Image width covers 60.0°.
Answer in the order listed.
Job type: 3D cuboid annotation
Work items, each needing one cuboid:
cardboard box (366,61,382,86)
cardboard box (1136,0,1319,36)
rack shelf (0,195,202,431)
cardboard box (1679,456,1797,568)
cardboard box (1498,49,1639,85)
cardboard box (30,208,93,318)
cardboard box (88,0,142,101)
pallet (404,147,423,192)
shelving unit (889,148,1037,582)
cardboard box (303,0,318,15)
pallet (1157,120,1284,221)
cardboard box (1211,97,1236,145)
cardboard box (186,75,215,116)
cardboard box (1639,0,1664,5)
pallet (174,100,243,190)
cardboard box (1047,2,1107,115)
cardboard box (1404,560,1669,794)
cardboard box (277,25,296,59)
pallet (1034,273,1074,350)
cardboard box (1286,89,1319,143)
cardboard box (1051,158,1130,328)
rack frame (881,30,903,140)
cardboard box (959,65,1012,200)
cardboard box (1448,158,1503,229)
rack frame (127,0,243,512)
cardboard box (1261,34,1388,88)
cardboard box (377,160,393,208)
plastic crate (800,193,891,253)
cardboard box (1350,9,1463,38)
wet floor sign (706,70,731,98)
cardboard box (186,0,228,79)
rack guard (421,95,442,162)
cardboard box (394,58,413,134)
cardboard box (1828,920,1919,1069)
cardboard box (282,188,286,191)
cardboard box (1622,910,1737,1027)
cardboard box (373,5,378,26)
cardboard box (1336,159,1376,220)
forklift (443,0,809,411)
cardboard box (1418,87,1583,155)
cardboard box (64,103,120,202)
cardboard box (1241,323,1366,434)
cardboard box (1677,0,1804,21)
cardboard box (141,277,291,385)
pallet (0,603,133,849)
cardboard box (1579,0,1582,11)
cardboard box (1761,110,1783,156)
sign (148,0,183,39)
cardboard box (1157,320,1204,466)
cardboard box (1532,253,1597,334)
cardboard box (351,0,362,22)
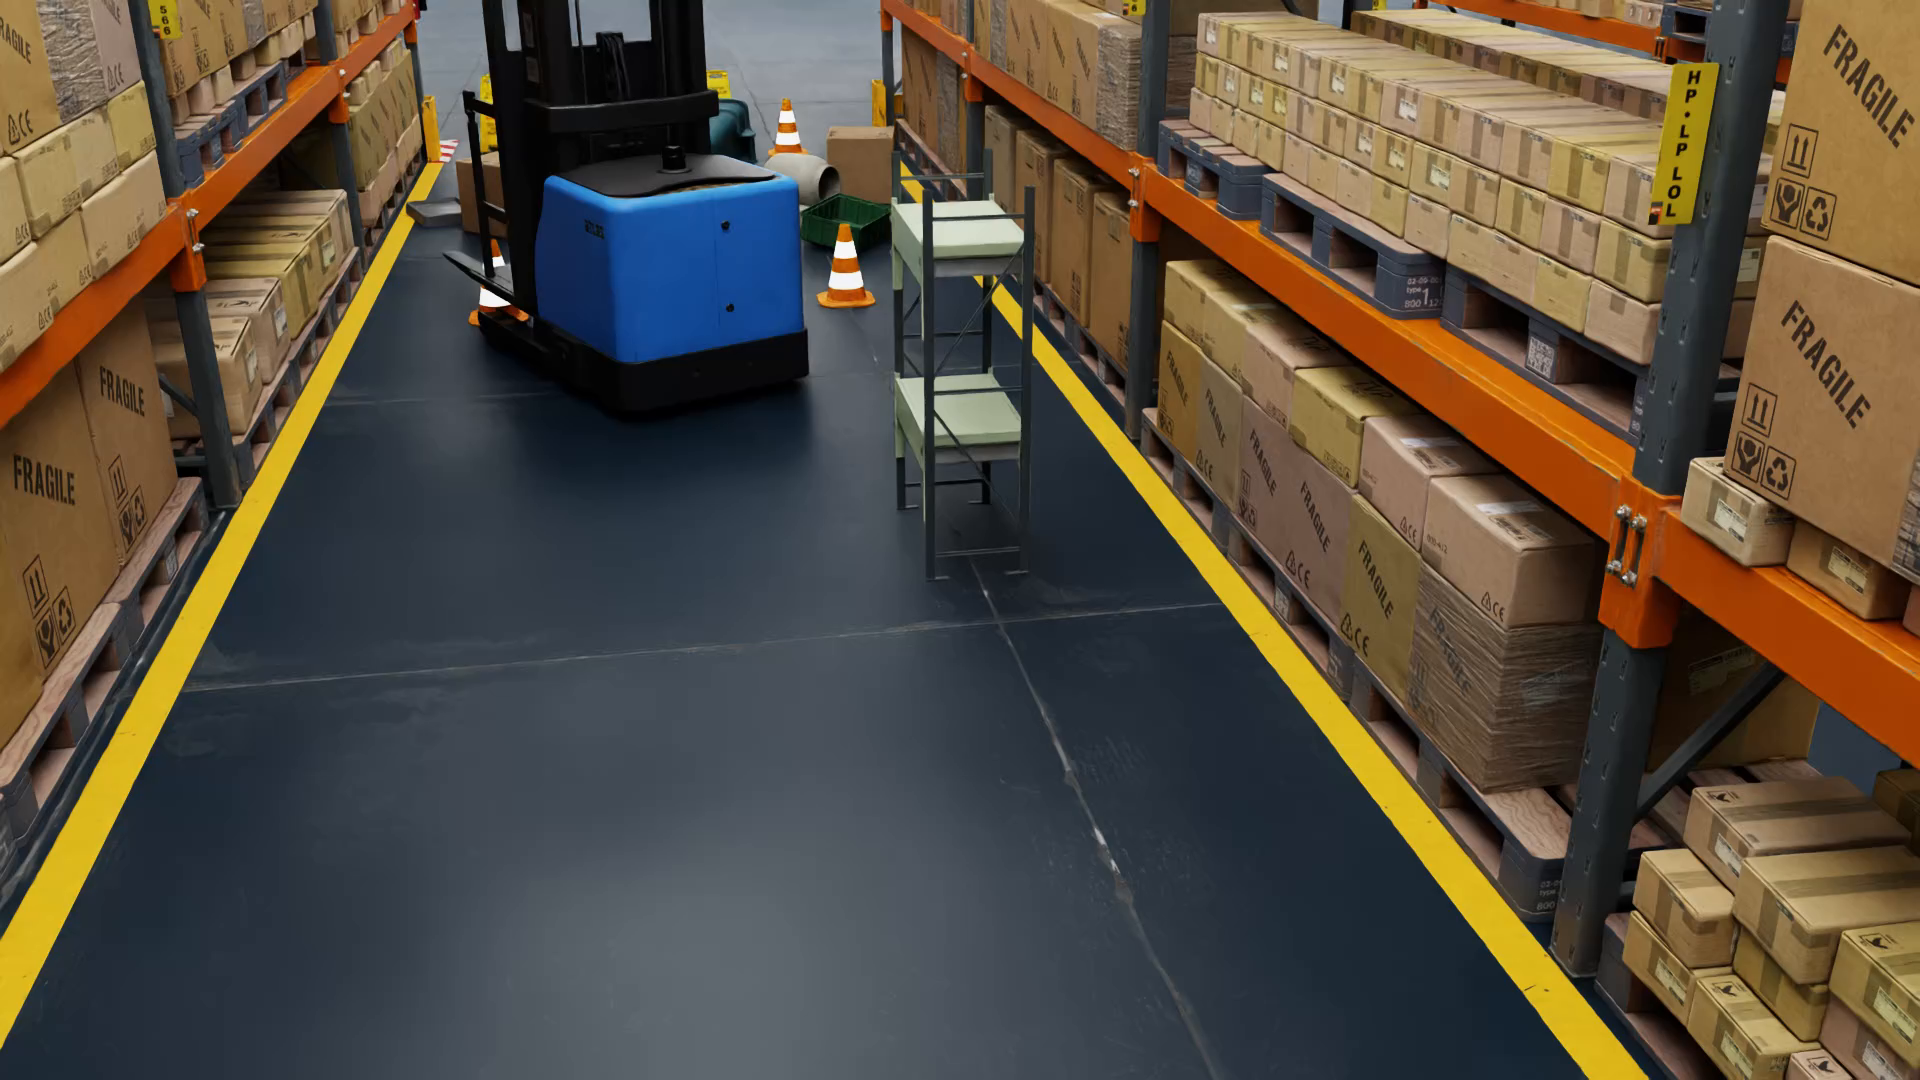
[{"bbox_3d":[-4.258,-3.248,11.601,0.380,0.149,0.250,-3,24,-7],"label":"cardboard box"},{"bbox_3d":[1.212,-2.575,7.524,0.700,0.500,0.500,-4,24,-10],"label":"cardboard box"},{"bbox_3d":[-3.191,-0.371,4.751,1.077,0.370,4.000,-4,24,-10],"label":"rack shelf"},{"bbox_3d":[1.756,-0.070,3.475,0.380,0.149,0.250,-3,24,-8],"label":"cardboard box"},{"bbox_3d":[2.063,-1.576,5.657,0.380,0.149,0.250,-3,24,-7],"label":"cardboard box"},{"bbox_3d":[-3.025,-0.840,5.113,0.500,0.250,0.500,-5,24,-10],"label":"cardboard box"},{"bbox_3d":[-3.208,-1.808,5.767,0.500,0.500,0.500,-5,24,-11],"label":"cardboard box"},{"bbox_3d":[-4.911,-3.004,13.365,1.003,0.211,1.213,-4,24,-10],"label":"pallet"},{"bbox_3d":[-0.001,-0.690,6.456,0.431,1.500,0.755,-4,24,-10],"label":"shelving unit"},{"bbox_3d":[-3.989,-3.271,9.470,0.500,0.500,0.500,-5,24,-11],"label":"cardboard box"},{"bbox_3d":[1.522,-1.533,6.753,1.213,0.211,1.003,-4,24,-10],"label":"pallet"},{"bbox_3d":[1.219,-1.675,6.626,0.380,0.149,0.250,-3,24,-7],"label":"cardboard box"},{"bbox_3d":[-3.463,-1.931,7.213,0.380,0.149,0.250,-6,24,-13],"label":"cardboard box"},{"bbox_3d":[5.416,-4.158,12.026,0.875,0.500,0.500,-4,24,-10],"label":"cardboard box"},{"bbox_3d":[-3.797,-1.672,7.070,1.213,0.211,1.003,-4,24,-10],"label":"pallet"},{"bbox_3d":[0.755,-2.490,8.578,0.500,0.500,0.500,-5,24,-11],"label":"cardboard box"},{"bbox_3d":[1.640,0.360,4.776,0.500,0.500,0.500,-5,24,-11],"label":"cardboard box"},{"bbox_3d":[-3.769,-2.653,8.865,0.380,0.149,0.250,-4,24,-9],"label":"cardboard box"},{"bbox_3d":[0.991,-1.410,9.715,1.003,0.211,1.213,-4,24,-10],"label":"pallet"},{"bbox_3d":[1.374,-1.494,5.840,0.380,0.149,0.250,-4,24,-10],"label":"cardboard box"},{"bbox_3d":[1.096,-1.645,9.055,1.050,0.750,0.750,-4,24,-9],"label":"cardboard box"},{"bbox_3d":[-0.194,-5.040,14.543,1.000,3.000,0.127,-4,24,-10],"label":"rack frame"},{"bbox_3d":[0.498,-2.938,11.860,0.875,0.875,0.875,-4,24,-9],"label":"cardboard box"},{"bbox_3d":[1.609,-0.984,4.674,0.380,0.149,0.250,-5,24,-11],"label":"cardboard box"},{"bbox_3d":[-3.561,-1.488,6.408,1.000,3.000,0.127,-4,24,-10],"label":"rack frame"},{"bbox_3d":[1.322,-1.741,6.034,0.380,0.149,0.250,-5,24,-12],"label":"cardboard box"},{"bbox_3d":[-4.254,-2.455,11.533,0.500,0.250,0.500,-3,24,-7],"label":"cardboard box"},{"bbox_3d":[-0.774,-2.176,11.426,0.450,0.188,0.662,17,27,13],"label":"plastic crate"},{"bbox_3d":[1.826,-2.085,6.822,0.380,0.149,0.250,-5,24,-12],"label":"cardboard box"},{"bbox_3d":[-2.145,-3.826,14.705,0.267,0.644,0.232,-9,25,-19],"label":"wet floor sign"},{"bbox_3d":[-3.520,-2.261,7.157,0.500,0.500,0.500,-3,24,-7],"label":"cardboard box"},{"bbox_3d":[-5.026,-3.459,14.045,1.175,0.500,0.348,-4,24,-10],"label":"rack guard"},{"bbox_3d":[-4.536,-3.409,12.783,0.500,0.500,0.500,-3,24,-8],"label":"cardboard box"},{"bbox_3d":[1.973,0.880,3.280,0.380,0.149,0.250,-5,24,-10],"label":"cardboard box"},{"bbox_3d":[-4.674,-2.206,10.964,0.500,0.250,0.500,-3,24,-7],"label":"cardboard box"},{"bbox_3d":[1.777,0.961,3.840,0.380,0.149,0.250,-5,24,-12],"label":"cardboard box"},{"bbox_3d":[-4.345,-3.694,11.775,0.380,0.149,0.250,-4,24,-10],"label":"cardboard box"},{"bbox_3d":[1.464,-1.156,5.439,0.380,0.149,0.250,-5,24,-11],"label":"cardboard box"},{"bbox_3d":[-2.037,-2.494,8.798,1.130,2.935,3.031,-16,28,-32],"label":"forklift"},{"bbox_3d":[1.572,-1.221,4.845,0.380,0.149,0.250,-5,24,-11],"label":"cardboard box"},{"bbox_3d":[-3.123,-1.275,5.484,0.500,0.250,0.500,-5,24,-11],"label":"cardboard box"},{"bbox_3d":[1.348,-0.600,6.038,0.500,0.250,0.500,-4,24,-9],"label":"cardboard box"},{"bbox_3d":[5.448,-3.939,10.747,1.000,1.000,1.000,-4,24,-9],"label":"cardboard box"},{"bbox_3d":[-3.800,-0.988,8.024,0.950,0.372,0.625,-5,24,-11],"label":"cardboard box"},{"bbox_3d":[-3.267,0.585,5.147,1.003,0.211,1.213,-4,24,-10],"label":"pallet"},{"bbox_3d":[5.014,-4.142,12.800,0.380,0.149,0.250,-4,24,-10],"label":"cardboard box"},{"bbox_3d":[2.302,-1.070,4.497,0.380,0.149,0.250,-4,24,-9],"label":"cardboard box"},{"bbox_3d":[-3.016,-2.061,6.274,0.100,0.325,0.005,-4,24,-10],"label":"sign"},{"bbox_3d":[1.165,-0.644,7.074,0.500,0.500,0.500,-5,24,-12],"label":"cardboard box"},{"bbox_3d":[1.708,-0.641,4.260,0.380,0.149,0.250,-4,24,-9],"label":"cardboard box"},{"bbox_3d":[-4.224,-3.632,10.823,0.500,0.500,0.500,-4,24,-10],"label":"cardboard box"}]
